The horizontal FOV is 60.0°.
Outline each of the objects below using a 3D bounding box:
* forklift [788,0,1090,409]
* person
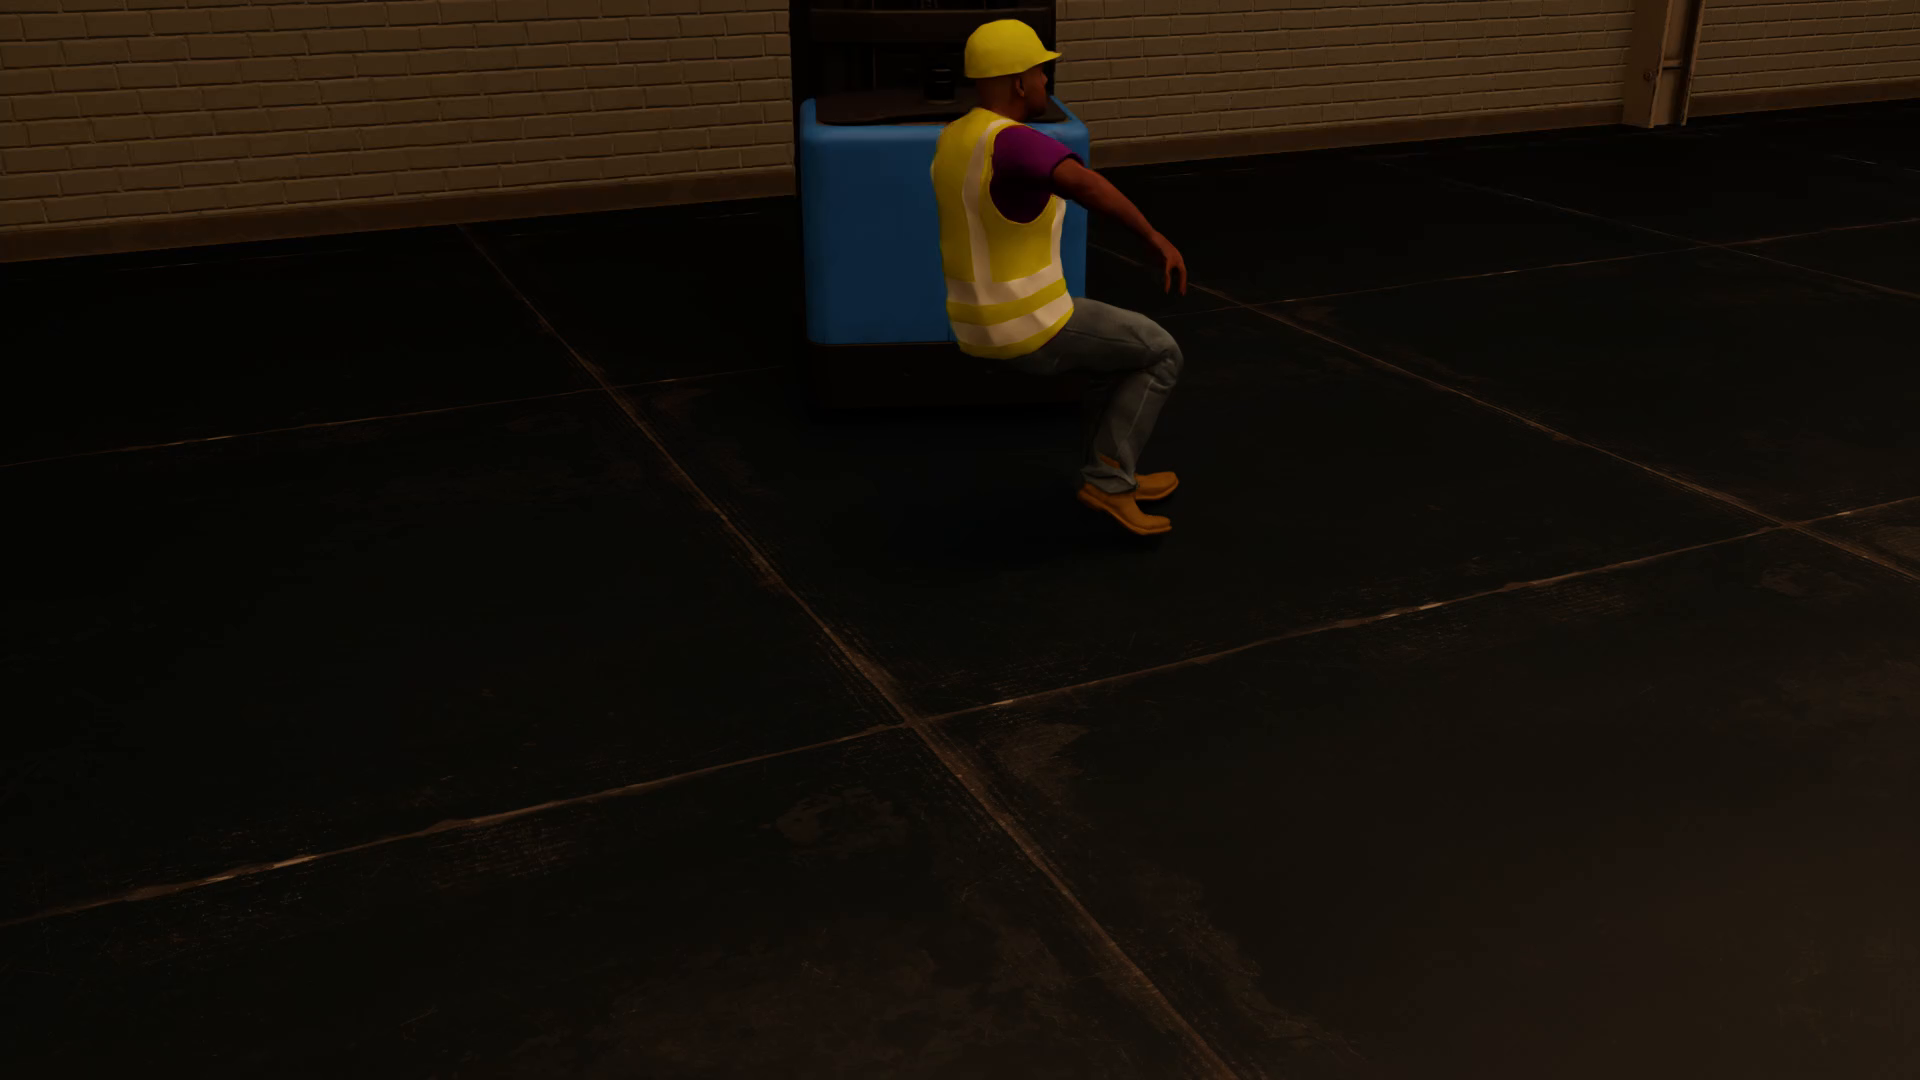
[{"bbox_3d":[-0.175,-2.358,6.963,1.130,2.935,3.031,-2,23,-5],"label":"forklift"},{"bbox_3d":[0.370,-0.742,4.913,0.872,1.533,1.125,-13,26,-28],"label":"person"}]
